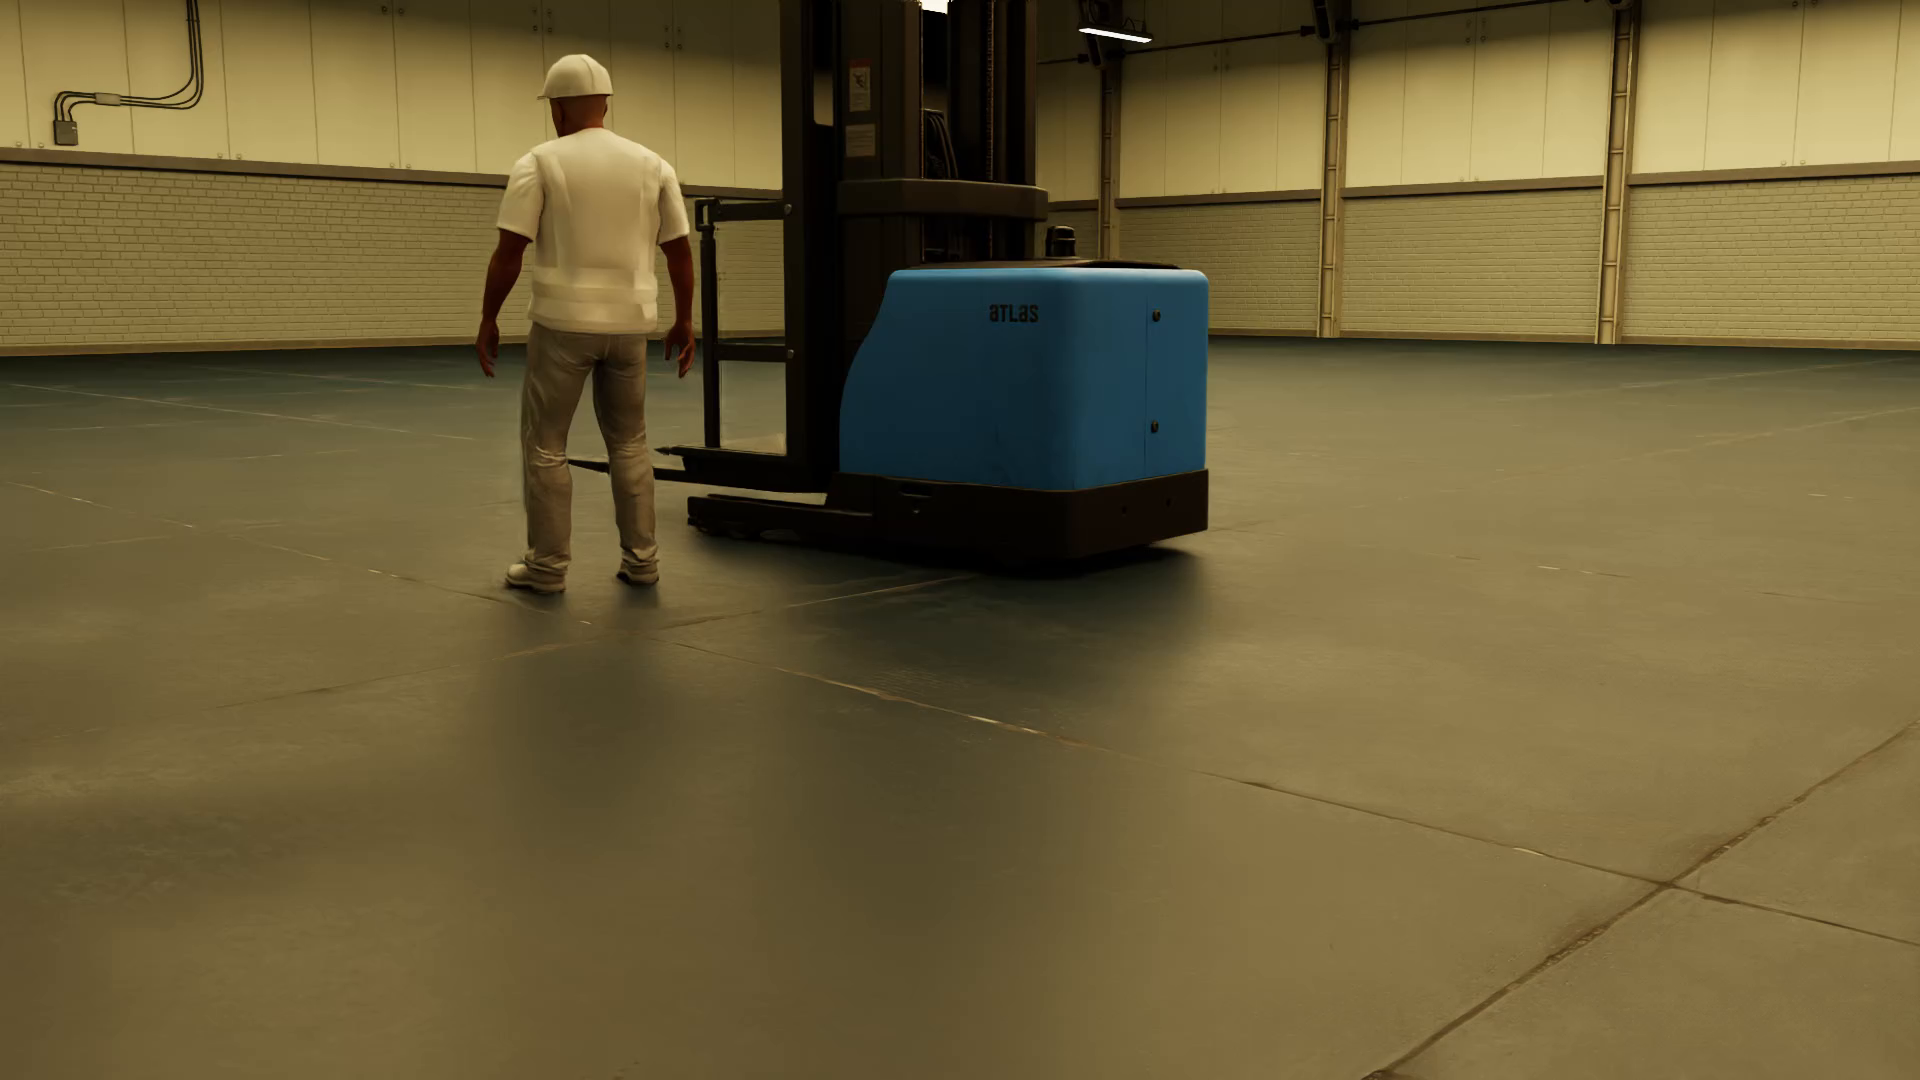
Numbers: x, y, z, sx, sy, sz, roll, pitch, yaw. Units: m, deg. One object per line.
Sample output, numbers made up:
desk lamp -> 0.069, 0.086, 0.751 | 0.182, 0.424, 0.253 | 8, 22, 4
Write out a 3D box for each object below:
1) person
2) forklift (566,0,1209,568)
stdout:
person -> -1.251, -0.716, 5.577 | 0.731, 1.759, 0.442 | -6, 10, -33
forklift -> -0.499, -1.505, 6.869 | 3.031, 2.935, 1.130 | 7, 11, 38
